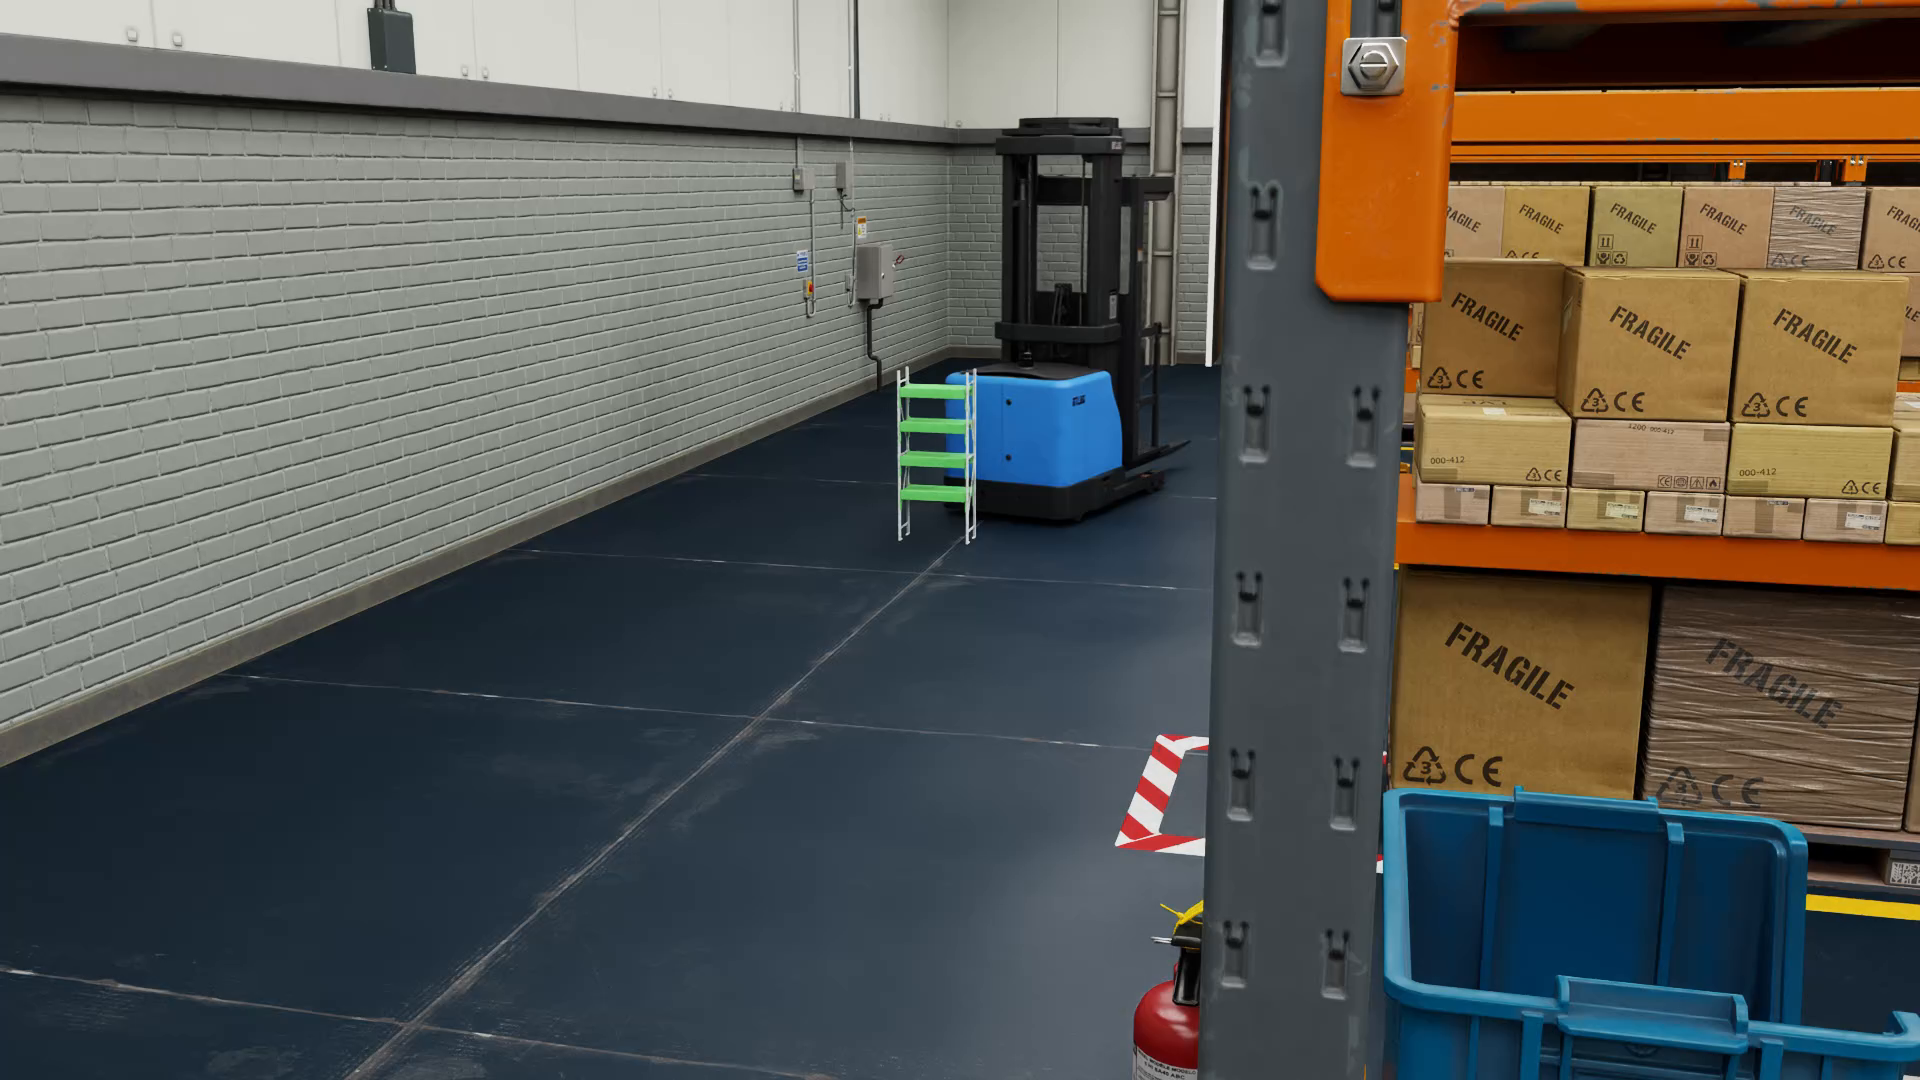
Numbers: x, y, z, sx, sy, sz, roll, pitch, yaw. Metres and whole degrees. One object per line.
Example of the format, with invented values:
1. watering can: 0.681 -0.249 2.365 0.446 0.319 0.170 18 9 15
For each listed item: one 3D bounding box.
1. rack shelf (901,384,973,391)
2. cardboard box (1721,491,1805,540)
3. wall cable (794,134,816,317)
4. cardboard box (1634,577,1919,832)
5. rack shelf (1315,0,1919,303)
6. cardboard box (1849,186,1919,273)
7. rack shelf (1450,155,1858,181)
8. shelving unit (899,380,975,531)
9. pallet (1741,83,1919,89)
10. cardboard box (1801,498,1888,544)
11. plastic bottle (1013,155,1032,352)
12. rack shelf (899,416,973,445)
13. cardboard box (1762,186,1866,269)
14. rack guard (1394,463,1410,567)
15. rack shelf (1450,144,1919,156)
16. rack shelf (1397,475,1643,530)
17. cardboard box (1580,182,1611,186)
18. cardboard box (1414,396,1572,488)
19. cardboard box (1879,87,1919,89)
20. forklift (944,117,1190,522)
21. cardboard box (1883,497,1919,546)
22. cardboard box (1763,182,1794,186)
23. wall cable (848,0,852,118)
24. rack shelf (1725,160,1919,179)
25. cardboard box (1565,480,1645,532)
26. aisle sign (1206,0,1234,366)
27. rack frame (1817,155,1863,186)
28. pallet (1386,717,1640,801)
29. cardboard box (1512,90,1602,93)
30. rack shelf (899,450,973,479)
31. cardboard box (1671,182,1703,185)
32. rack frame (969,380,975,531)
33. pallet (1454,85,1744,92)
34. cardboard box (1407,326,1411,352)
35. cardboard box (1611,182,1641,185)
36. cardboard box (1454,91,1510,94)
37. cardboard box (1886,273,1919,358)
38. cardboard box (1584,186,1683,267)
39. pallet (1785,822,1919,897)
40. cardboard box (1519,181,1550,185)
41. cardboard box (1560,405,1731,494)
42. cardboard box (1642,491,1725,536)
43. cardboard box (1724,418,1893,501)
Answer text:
1. rack shelf: -0.161 -1.053 11.541 0.457 0.021 0.221 3 13 14
2. cardboard box: 2.815 -0.117 5.914 0.250 0.149 0.380 3 13 12
3. wall cable: -1.555 -3.263 17.097 0.123 1.953 0.585 3 13 14
4. cardboard box: 3.075 0.516 6.419 0.875 0.875 0.875 3 13 14
5. rack shelf: 2.306 -0.348 1.112 4.000 0.370 1.077 3 13 14
6. cardboard box: 5.697 -1.886 10.081 0.500 0.500 0.500 3 13 12
7. rack shelf: 5.867 -3.473 15.199 4.000 0.370 1.077 3 13 14
8. shelving unit: -0.157 -0.594 11.642 0.487 1.046 0.258 3 13 14
9. pallet: 3.462 -1.702 5.759 1.213 0.211 1.003 3 13 14
10. cardboard box: 3.065 -0.103 5.854 0.250 0.149 0.380 3 13 13
11. plastic bottle: 7.363 -1.259 10.485 14.714 2.616 20.093 3 13 14
12. rack shelf: -0.161 -0.766 11.604 0.480 0.148 0.258 3 13 14
13. cardboard box: 5.203 -1.915 10.214 0.500 0.500 0.500 3 13 15
14. rack guard: 2.911 -0.193 11.451 0.348 0.500 1.175 3 13 14
15. rack shelf: 4.779 -2.427 10.484 4.000 0.370 1.077 3 13 14
16. rack shelf: 3.493 -0.055 6.102 3.809 0.052 0.919 3 13 14
17. cardboard box: 5.699 -3.152 14.976 0.250 0.149 0.380 3 13 12
18. cardboard box: 1.952 -0.370 6.137 0.500 0.250 0.500 3 13 12
19. cardboard box: 5.698 -2.598 9.941 0.500 0.250 0.500 3 13 13
20. forklift: 1.020 -1.840 13.261 1.130 2.935 3.031 7 14 28
21. cardboard box: 3.310 -0.090 5.794 0.250 0.149 0.380 3 13 12
22. cardboard box: 7.204 -3.096 14.724 0.250 0.149 0.380 3 13 15
23. wall cable: -1.482 -5.787 17.040 0.029 3.000 2.355 3 13 14
24. rack shelf: 10.936 -4.310 18.969 4.000 0.370 1.077 3 13 14
25. cardboard box: 2.315 -0.143 6.034 0.250 0.149 0.380 3 13 12
26. aisle sign: 0.223 -0.549 1.280 0.004 0.787 0.394 3 13 14
27. rack frame: 7.809 -2.256 14.978 0.127 3.000 1.000 3 13 14
28. pallet: 2.346 1.006 6.710 1.213 0.211 1.003 3 13 14
29. cardboard box: 3.722 -2.704 10.415 0.500 0.250 0.500 3 13 15
30. rack shelf: -0.161 -0.532 11.656 0.480 0.148 0.258 3 13 14
31. cardboard box: 6.462 -3.125 14.858 0.250 0.149 0.380 3 13 13
32. rack frame: 0.076 -0.582 11.586 0.006 1.046 0.228 3 13 14
33. pallet: 2.274 -1.765 6.042 1.213 0.211 1.003 3 13 14
34. cardboard box: 5.682 -2.443 20.612 0.637 0.503 0.797 3 13 11
35. cardboard box: 5.965 -3.148 14.961 0.250 0.149 0.380 3 13 14
36. cardboard box: 3.212 -2.732 10.543 0.500 0.250 0.500 4 13 16
37. cardboard box: 5.680 -1.397 10.188 0.500 0.500 0.500 3 13 12
38. cardboard box: 4.201 -1.964 10.436 0.500 0.500 0.500 3 13 12
39. pallet: 3.527 1.070 6.423 1.213 0.211 1.003 3 13 14
40. cardboard box: 5.228 -3.192 15.160 0.250 0.149 0.380 3 13 14
41. cardboard box: 2.459 -0.345 6.021 0.500 0.250 0.500 3 13 13
42. cardboard box: 2.568 -0.130 5.974 0.250 0.149 0.380 3 13 13
43. cardboard box: 2.946 -0.318 5.901 0.500 0.250 0.500 3 13 12
